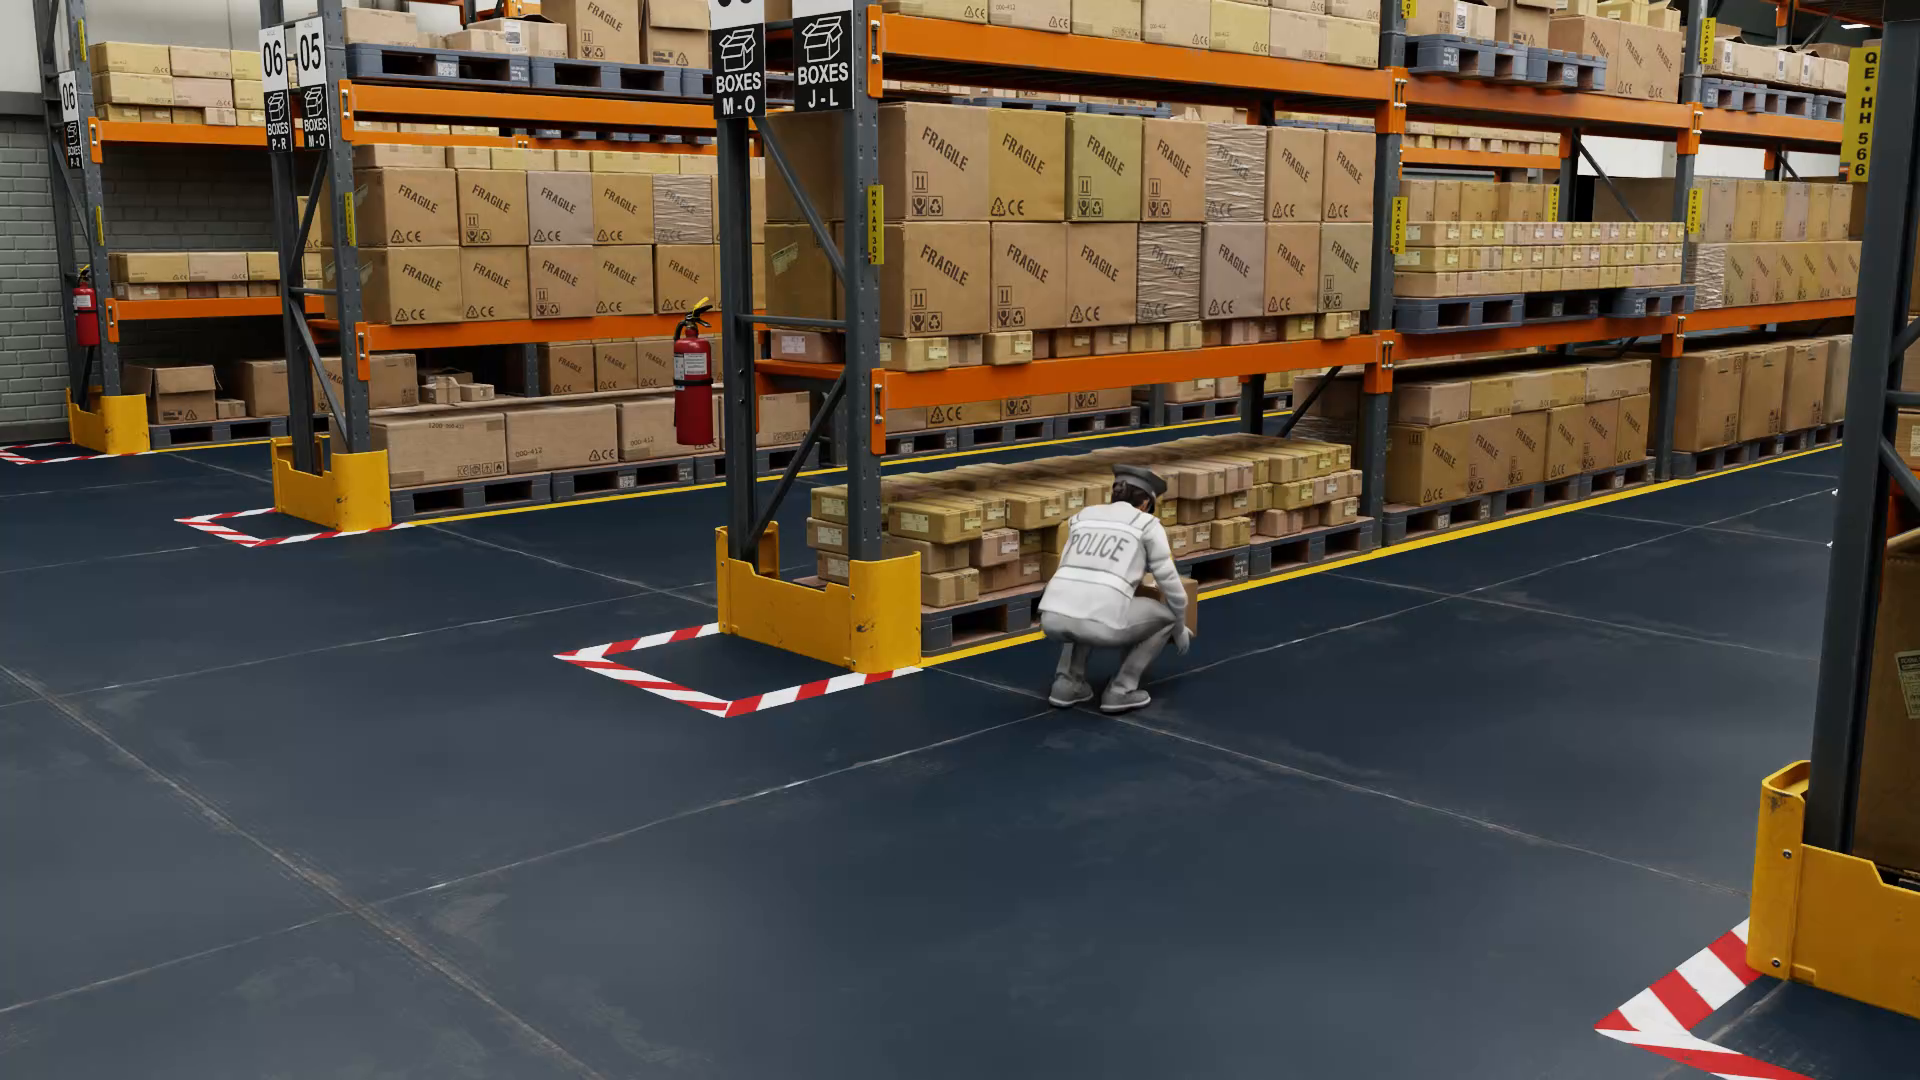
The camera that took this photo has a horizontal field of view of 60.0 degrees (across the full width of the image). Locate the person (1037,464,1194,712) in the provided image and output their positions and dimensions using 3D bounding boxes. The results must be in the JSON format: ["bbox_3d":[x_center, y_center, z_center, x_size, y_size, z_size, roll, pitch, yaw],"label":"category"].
[{"bbox_3d":[0.650,0.194,6.820,0.498,0.968,0.838,8,13,36],"label":"person"}]
